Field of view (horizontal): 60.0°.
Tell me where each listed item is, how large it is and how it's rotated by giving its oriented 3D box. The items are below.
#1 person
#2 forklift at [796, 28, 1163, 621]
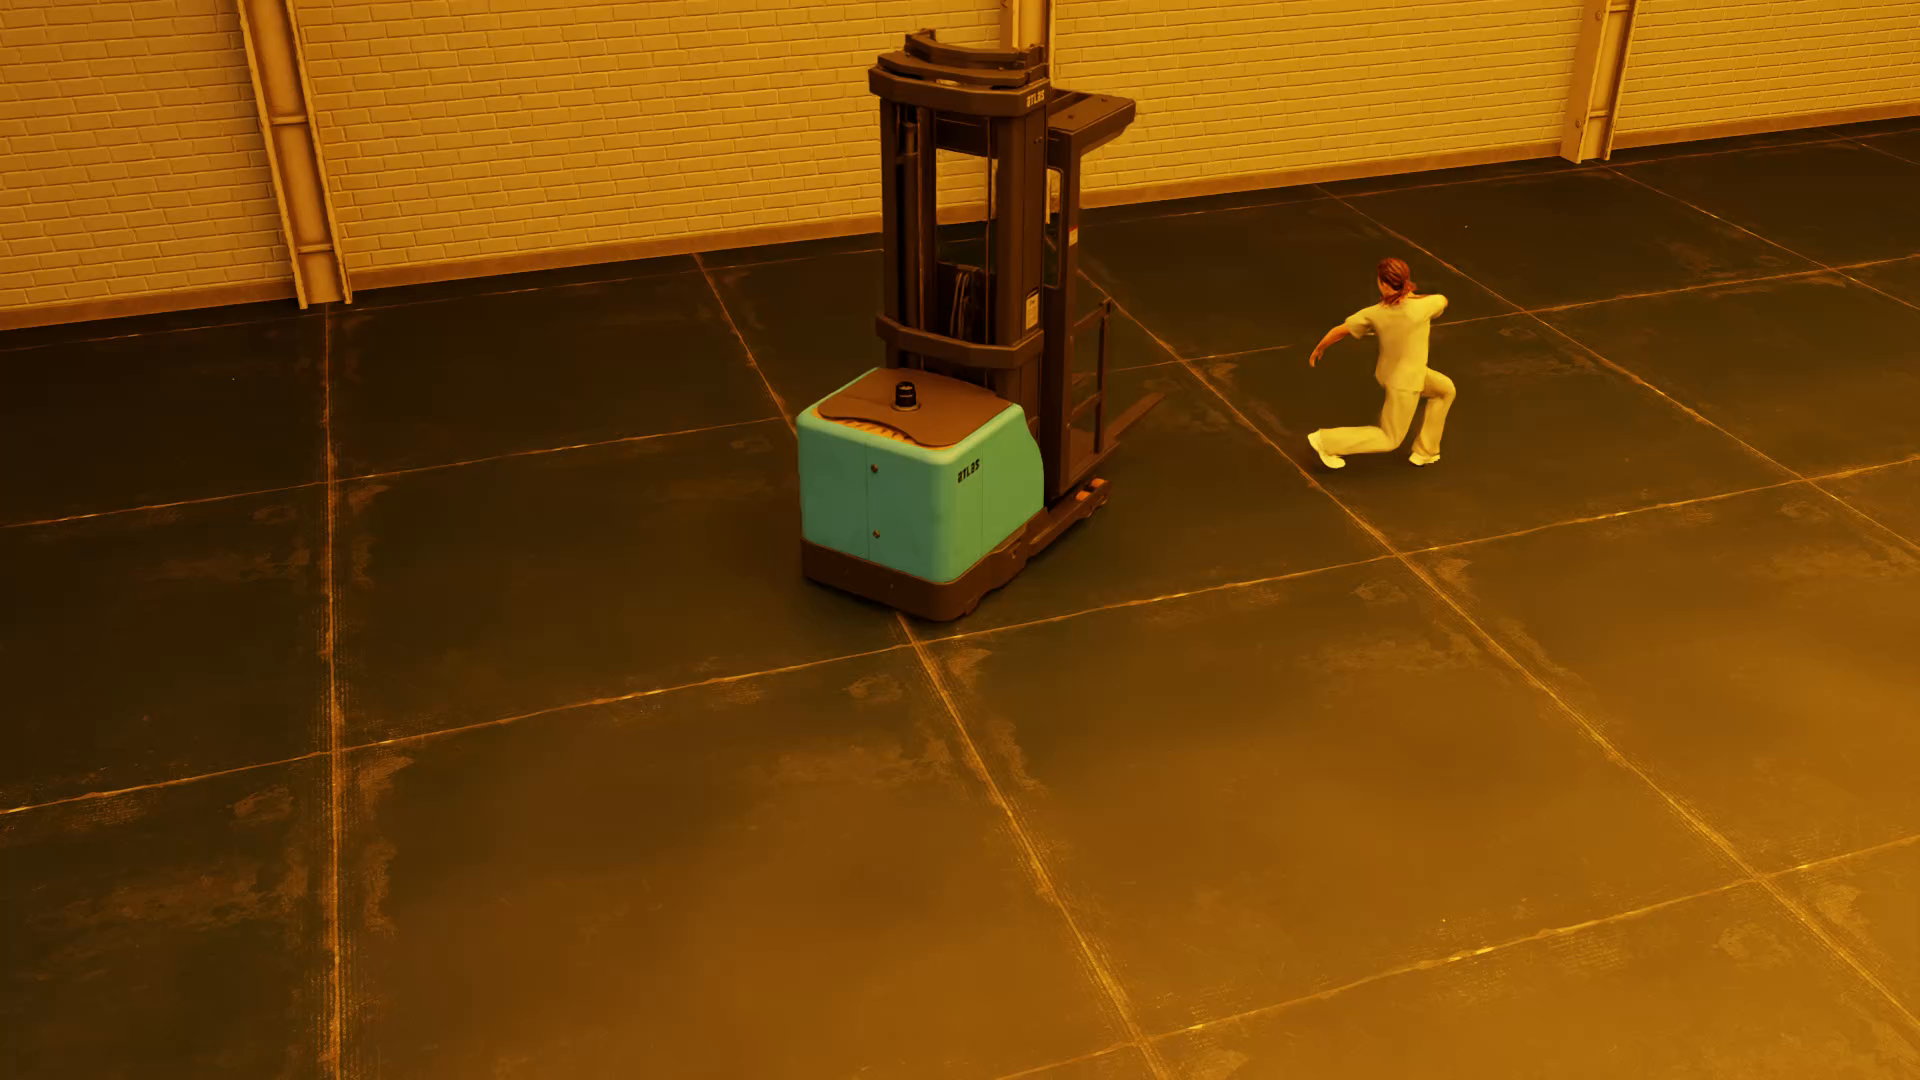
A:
[{"bbox_3d":[2.696,-1.124,10.626,0.947,1.436,0.684,-11,32,-19],"label":"person"},{"bbox_3d":[0.295,-1.520,9.728,1.130,2.935,3.031,17,34,27],"label":"forklift"}]
